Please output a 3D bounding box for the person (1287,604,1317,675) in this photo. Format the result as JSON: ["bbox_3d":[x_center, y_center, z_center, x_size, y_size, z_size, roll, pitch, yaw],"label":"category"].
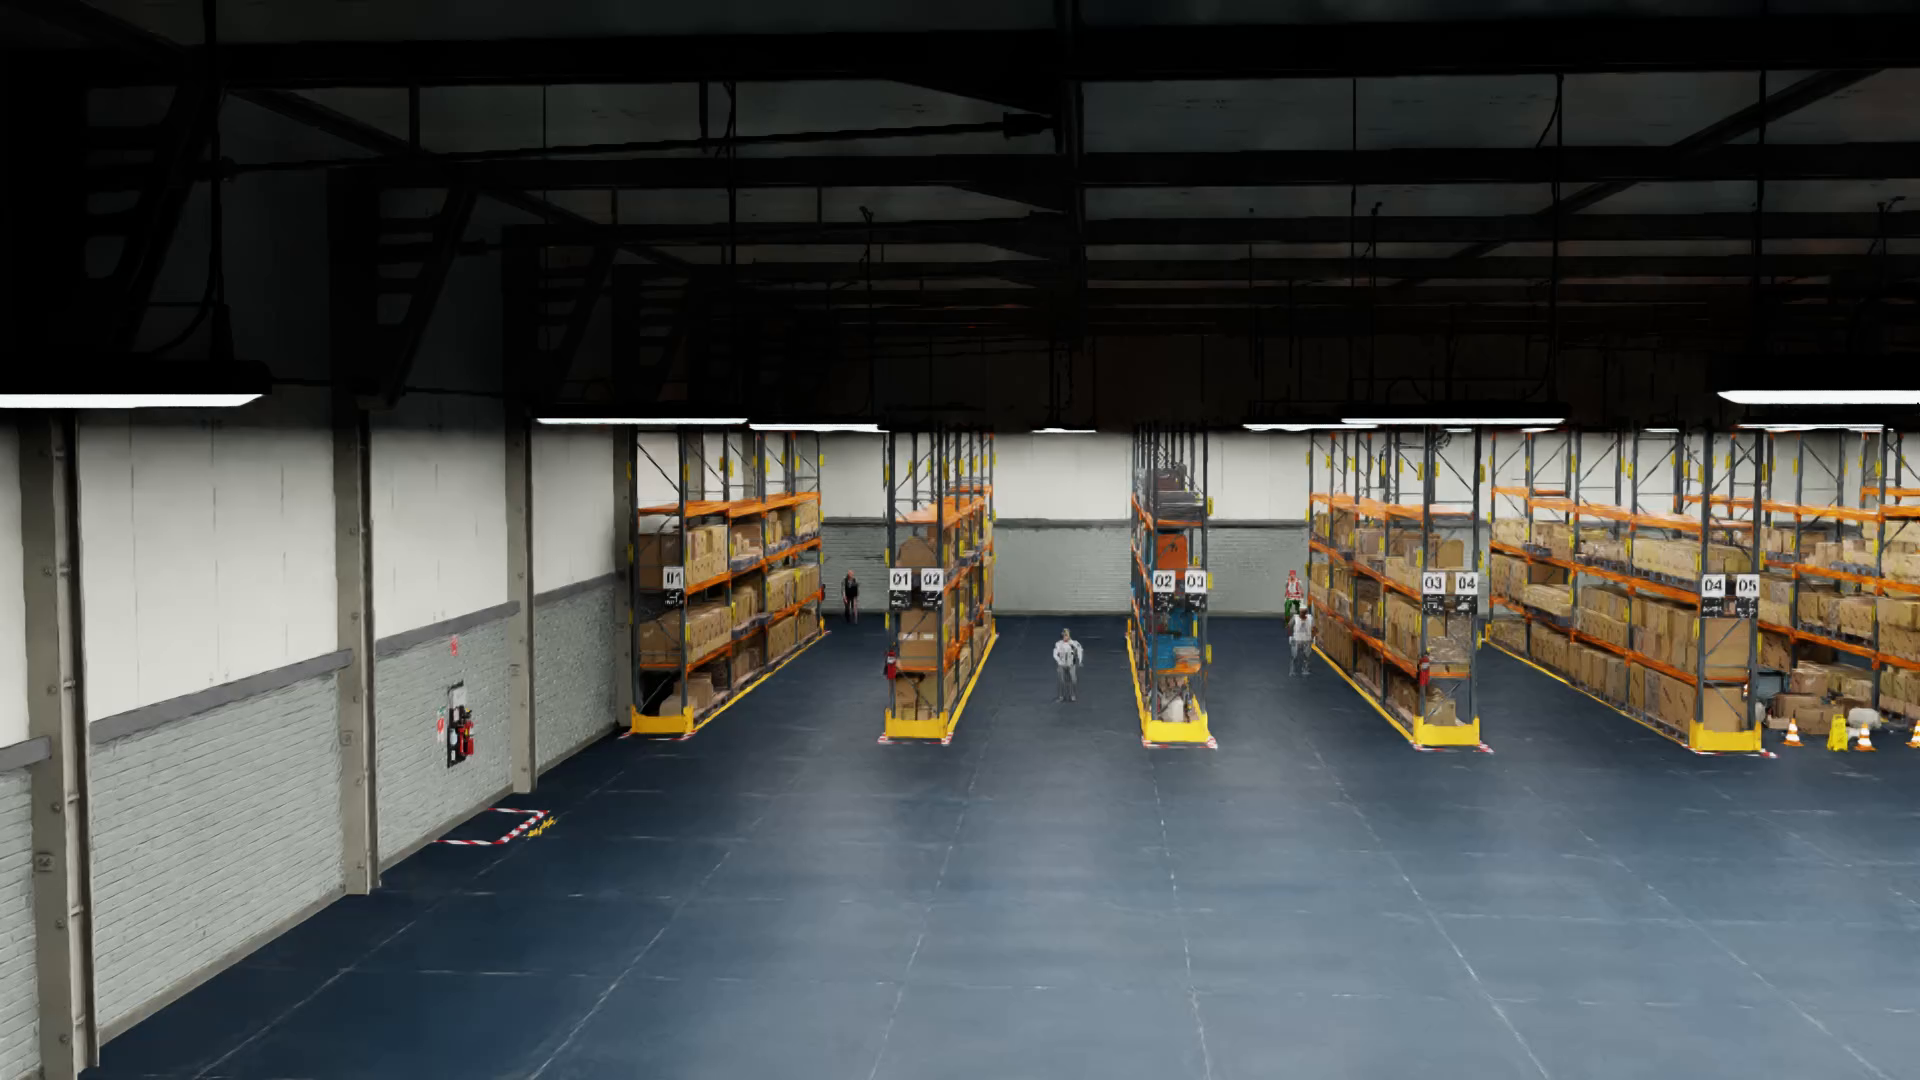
[{"bbox_3d":[8.116,2.364,39.501,0.702,1.735,0.543,0,4,4],"label":"person"}]

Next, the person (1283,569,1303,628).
[{"bbox_3d":[9.948,1.732,49.538,0.594,1.735,0.988,2,4,24],"label":"person"}]

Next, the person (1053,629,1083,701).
[{"bbox_3d":[2.297,2.676,35.561,0.622,1.607,0.763,1,4,10],"label":"person"}]

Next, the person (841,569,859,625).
[{"bbox_3d":[-3.311,1.716,50.085,0.538,1.662,1.026,0,4,-4],"label":"person"}]
